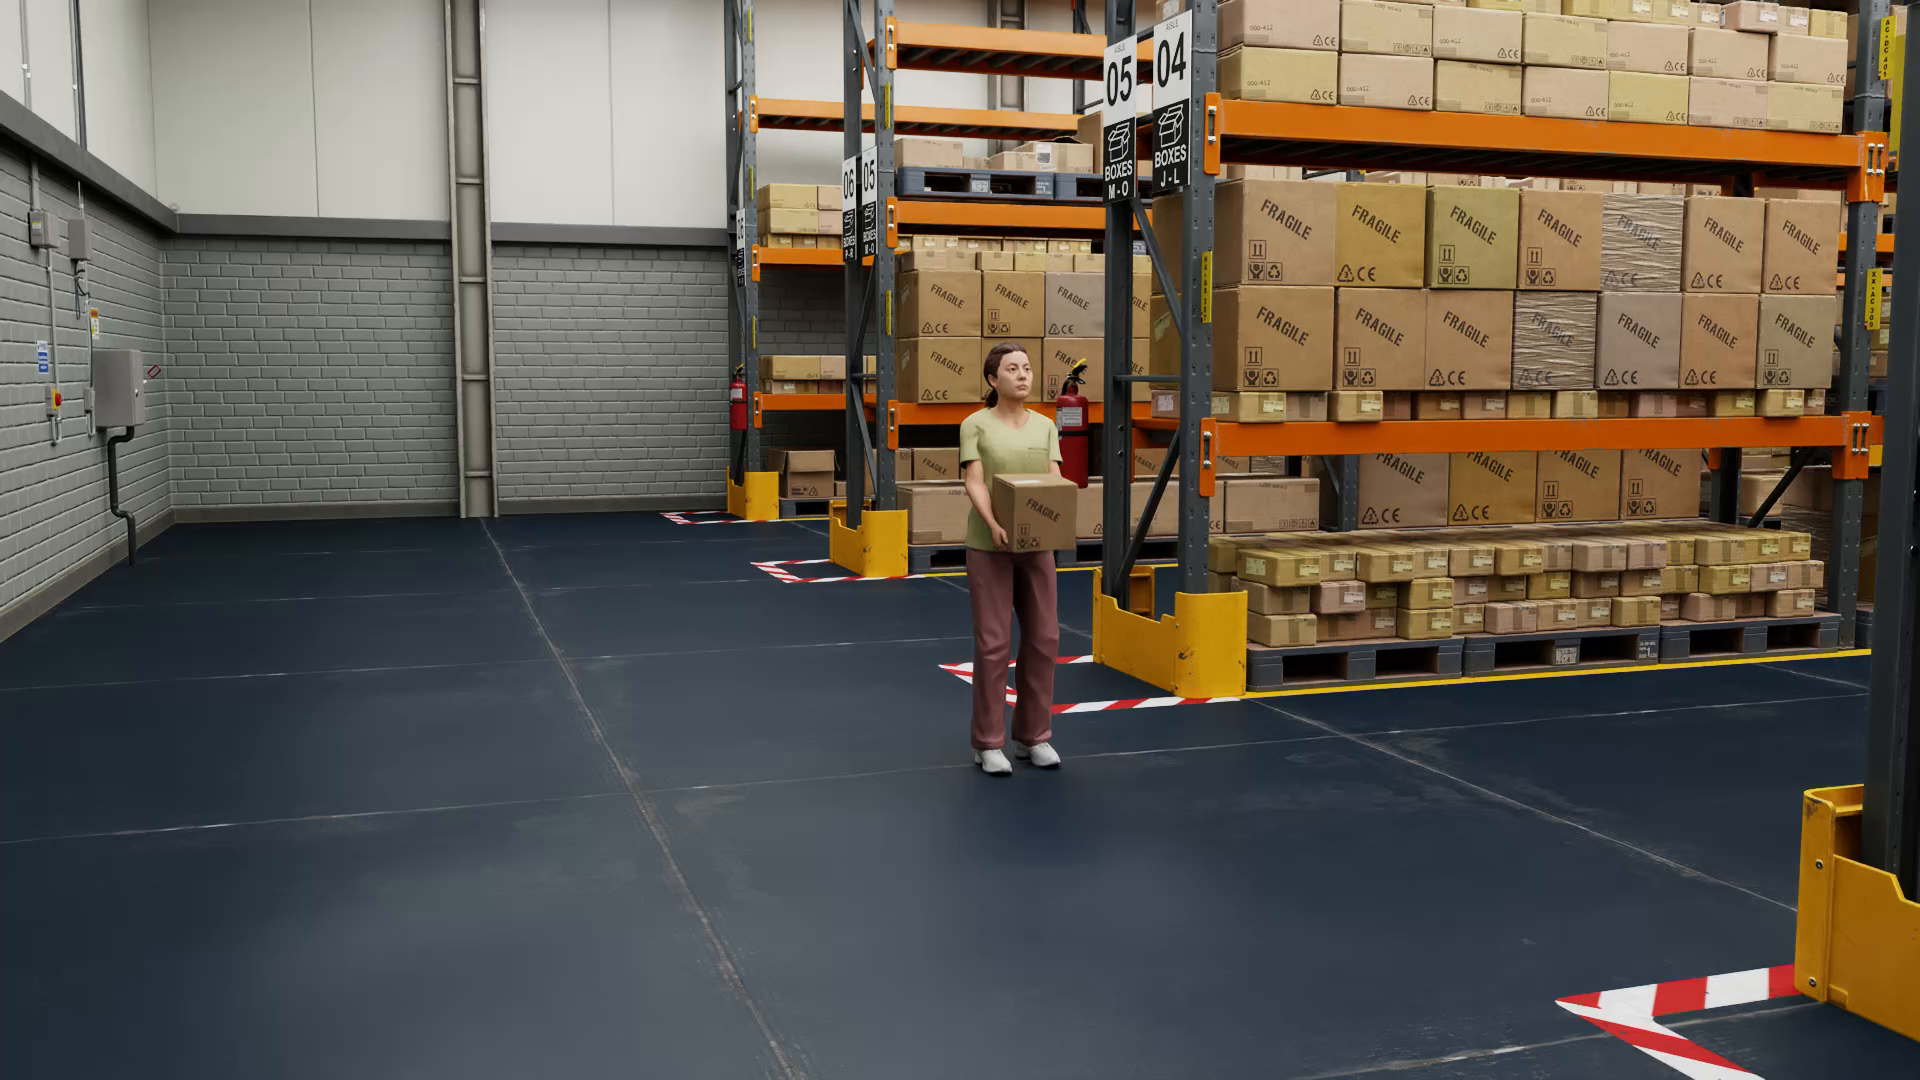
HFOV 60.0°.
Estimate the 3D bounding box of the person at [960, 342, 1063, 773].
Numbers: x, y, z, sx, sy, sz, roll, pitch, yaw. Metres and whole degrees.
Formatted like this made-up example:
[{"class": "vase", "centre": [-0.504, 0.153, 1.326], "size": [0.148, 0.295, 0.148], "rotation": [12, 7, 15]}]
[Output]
[{"class": "person", "centre": [0.222, 0.061, 6.484], "size": [0.428, 1.662, 0.552], "rotation": [-2, 6, -19]}]
